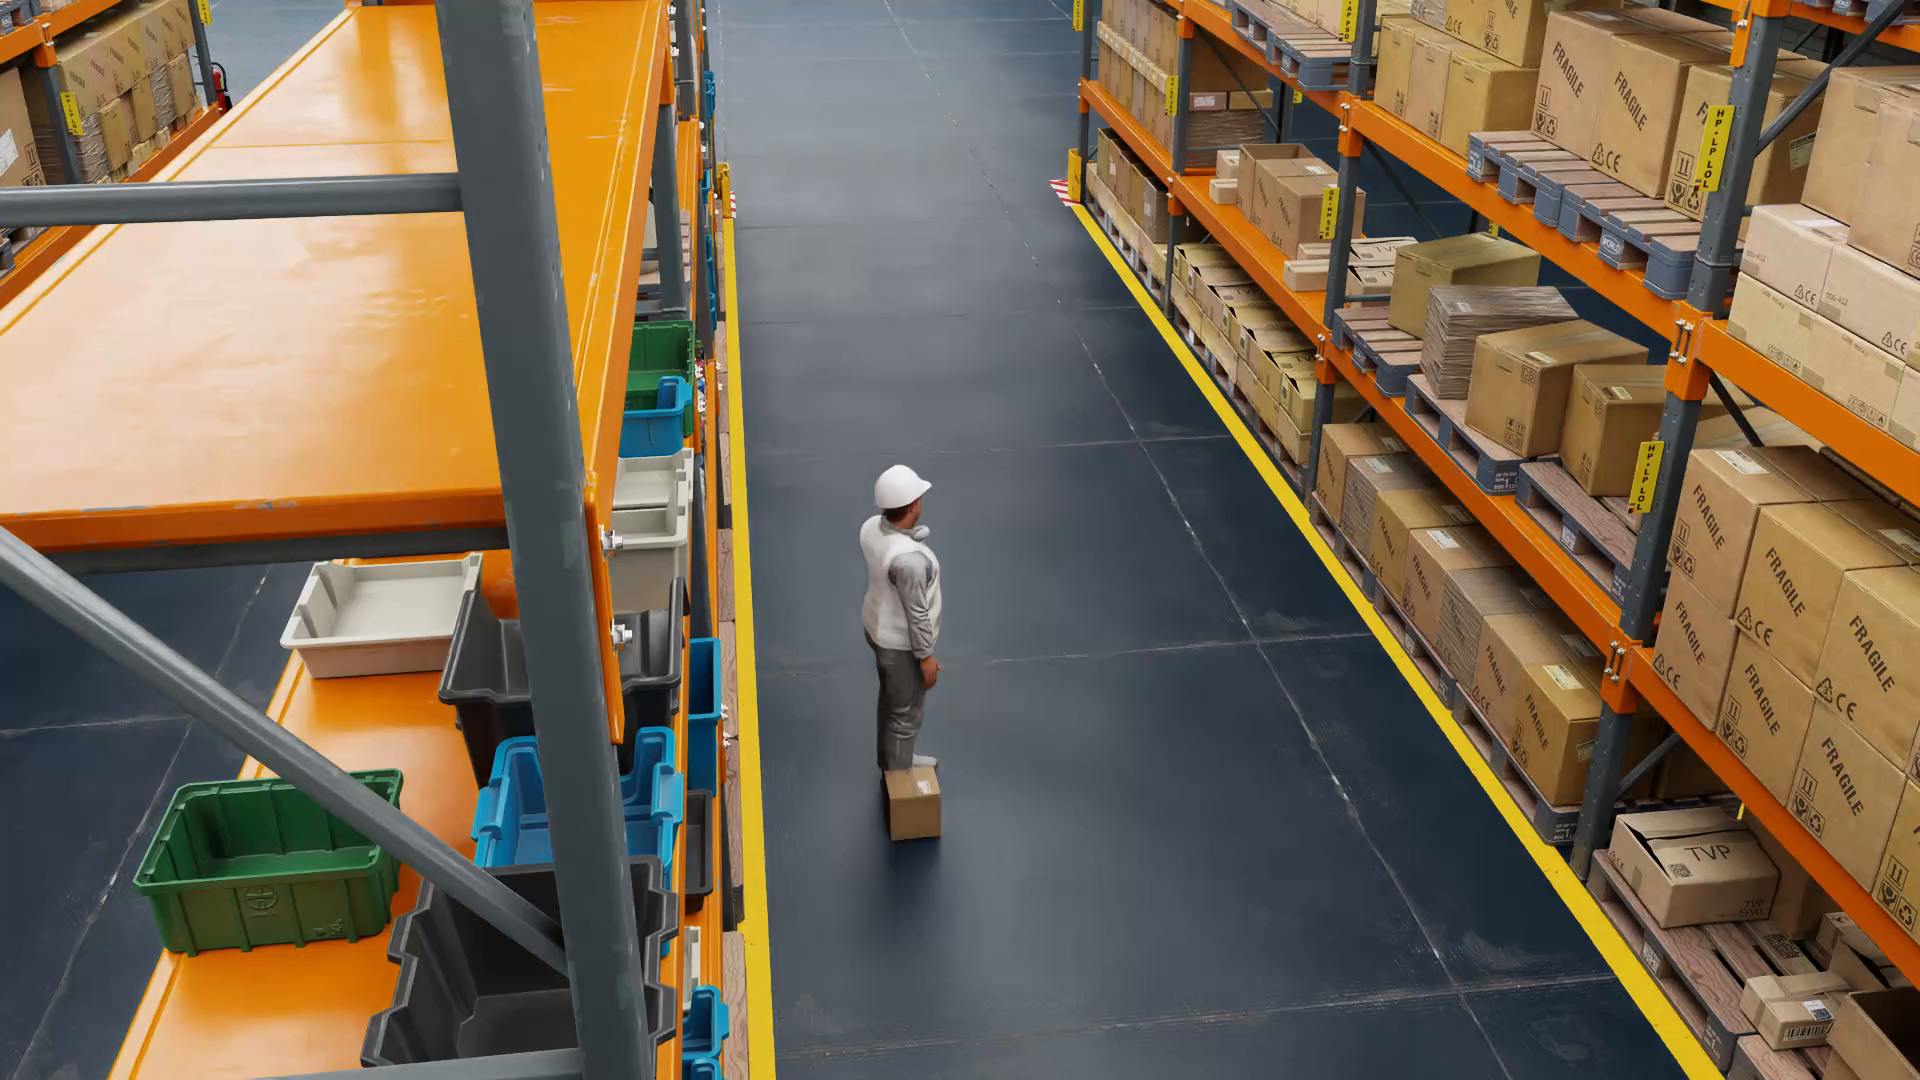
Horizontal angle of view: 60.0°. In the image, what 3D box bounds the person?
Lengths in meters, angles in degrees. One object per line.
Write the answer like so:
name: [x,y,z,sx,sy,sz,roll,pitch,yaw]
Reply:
person: [-0.266,0.462,8.109,0.385,1.784,0.577,-9,28,-18]
